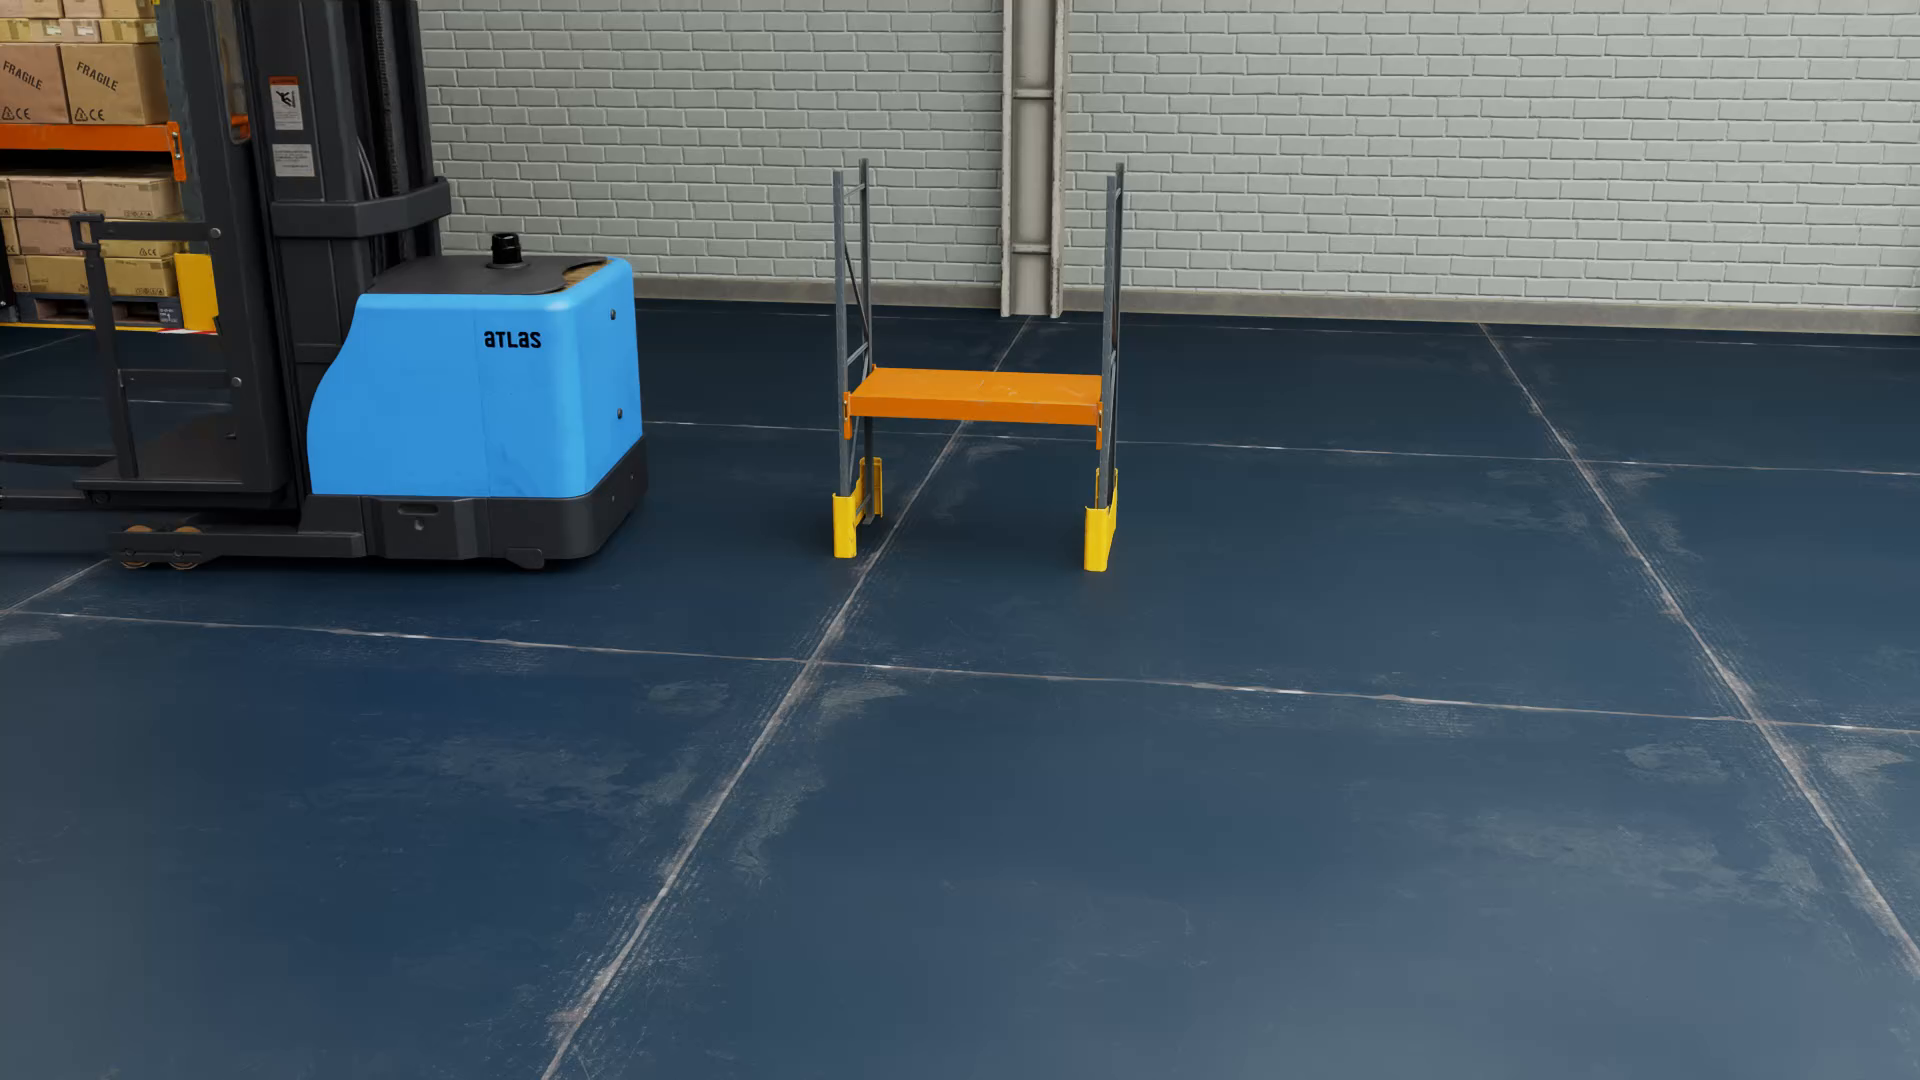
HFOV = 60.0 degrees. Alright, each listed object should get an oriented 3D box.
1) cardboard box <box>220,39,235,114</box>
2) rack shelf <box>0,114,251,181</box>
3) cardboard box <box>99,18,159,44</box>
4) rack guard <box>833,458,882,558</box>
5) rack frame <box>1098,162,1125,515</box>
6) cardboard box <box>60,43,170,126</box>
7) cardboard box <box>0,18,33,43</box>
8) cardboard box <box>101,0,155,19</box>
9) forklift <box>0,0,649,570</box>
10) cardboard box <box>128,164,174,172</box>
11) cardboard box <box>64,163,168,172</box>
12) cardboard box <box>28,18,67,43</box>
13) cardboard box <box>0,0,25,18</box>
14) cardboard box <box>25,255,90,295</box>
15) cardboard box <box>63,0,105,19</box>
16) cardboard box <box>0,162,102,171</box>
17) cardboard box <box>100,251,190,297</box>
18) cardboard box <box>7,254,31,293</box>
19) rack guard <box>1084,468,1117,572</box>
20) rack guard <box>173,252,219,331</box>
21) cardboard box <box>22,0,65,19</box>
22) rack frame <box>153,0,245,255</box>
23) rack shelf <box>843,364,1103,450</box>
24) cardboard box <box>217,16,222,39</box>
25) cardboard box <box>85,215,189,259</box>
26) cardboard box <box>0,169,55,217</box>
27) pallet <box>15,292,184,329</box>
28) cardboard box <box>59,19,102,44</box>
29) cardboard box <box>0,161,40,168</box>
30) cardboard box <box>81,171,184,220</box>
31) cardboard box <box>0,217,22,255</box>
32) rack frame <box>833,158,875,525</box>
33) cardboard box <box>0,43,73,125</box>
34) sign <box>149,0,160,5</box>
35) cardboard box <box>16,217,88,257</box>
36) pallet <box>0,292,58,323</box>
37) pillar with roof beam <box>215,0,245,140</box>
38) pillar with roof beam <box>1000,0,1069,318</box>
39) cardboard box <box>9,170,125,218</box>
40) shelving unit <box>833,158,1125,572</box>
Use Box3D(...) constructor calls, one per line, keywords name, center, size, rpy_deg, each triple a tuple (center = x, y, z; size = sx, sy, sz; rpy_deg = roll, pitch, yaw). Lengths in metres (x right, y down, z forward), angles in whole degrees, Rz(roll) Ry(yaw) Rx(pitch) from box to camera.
Box3D(name="cardboard box", center=(-5.327, -3.136, 11.290), size=(0.500, 0.500, 0.500), rpy_deg=(4, 19, 10))
Box3D(name="rack shelf", center=(-6.857, -2.736, 11.386), size=(4.000, 0.370, 1.077), rpy_deg=(3, 19, 9))
Box3D(name="cardboard box", center=(-5.269, -3.261, 10.642), size=(0.250, 0.149, 0.380), rpy_deg=(3, 19, 9))
Box3D(name="rack guard", center=(-0.416, -0.140, 6.827), size=(0.087, 0.250, 0.587), rpy_deg=(3, 19, 9))
Box3D(name="rack frame", center=(0.586, -0.681, 6.476), size=(0.032, 1.500, 0.500), rpy_deg=(3, 19, 9))
Box3D(name="cardboard box", center=(-5.410, -2.966, 10.784), size=(0.500, 0.500, 0.500), rpy_deg=(3, 19, 7))
Box3D(name="cardboard box", center=(-6.015, -3.313, 10.797), size=(0.250, 0.149, 0.380), rpy_deg=(3, 19, 8))
Box3D(name="cardboard box", center=(-5.269, -3.425, 10.662), size=(0.250, 0.149, 0.380), rpy_deg=(3, 19, 9))
Box3D(name="forklift", center=(-2.893, -1.440, 6.486), size=(3.031, 2.935, 1.130), rpy_deg=(1, 19, 3))
Box3D(name="cardboard box", center=(-5.327, -2.429, 11.432), size=(0.500, 0.250, 0.500), rpy_deg=(3, 19, 8))
Box3D(name="cardboard box", center=(-5.820, -2.453, 11.504), size=(0.500, 0.250, 0.500), rpy_deg=(3, 19, 9))
Box3D(name="cardboard box", center=(-5.772, -3.297, 10.749), size=(0.250, 0.149, 0.380), rpy_deg=(3, 19, 10))
Box3D(name="cardboard box", center=(-6.014, -3.468, 10.791), size=(0.250, 0.149, 0.380), rpy_deg=(3, 19, 9))
Box3D(name="cardboard box", center=(-5.886, -1.824, 11.200), size=(0.500, 0.250, 0.500), rpy_deg=(3, 19, 9))
Box3D(name="cardboard box", center=(-5.518, -3.427, 10.670), size=(0.250, 0.149, 0.380), rpy_deg=(3, 19, 9))
Box3D(name="cardboard box", center=(-6.313, -2.482, 11.589), size=(0.500, 0.250, 0.500), rpy_deg=(3, 19, 8))
Box3D(name="cardboard box", center=(-5.396, -1.796, 11.116), size=(0.500, 0.250, 0.500), rpy_deg=(3, 19, 9))
Box3D(name="cardboard box", center=(-6.378, -1.852, 11.283), size=(0.500, 0.250, 0.500), rpy_deg=(3, 19, 9))
Box3D(name="rack guard", center=(0.567, -0.090, 6.677), size=(0.087, 0.250, 0.587), rpy_deg=(3, 19, 9))
Box3D(name="rack guard", center=(-4.858, -1.790, 11.364), size=(0.348, 0.500, 1.175), rpy_deg=(3, 19, 9))
Box3D(name="cardboard box", center=(-5.780, -3.432, 10.684), size=(0.250, 0.149, 0.380), rpy_deg=(3, 19, 10))
Box3D(name="rack frame", center=(-4.882, -2.976, 10.971), size=(0.127, 3.000, 1.000), rpy_deg=(3, 19, 9))
Box3D(name="rack shelf", center=(0.084, -0.536, 6.609), size=(1.000, 0.185, 0.538), rpy_deg=(3, 19, 9))
Box3D(name="cardboard box", center=(-5.176, -3.430, 11.147), size=(0.250, 0.149, 0.380), rpy_deg=(2, 19, 7))
Box3D(name="cardboard box", center=(-5.412, -2.035, 11.042), size=(0.500, 0.250, 0.500), rpy_deg=(3, 19, 8))
Box3D(name="cardboard box", center=(-6.391, -2.317, 11.098), size=(0.500, 0.250, 0.500), rpy_deg=(3, 19, 9))
Box3D(name="pallet", center=(-5.644, -1.679, 11.490), size=(1.213, 0.211, 1.003), rpy_deg=(3, 19, 9))
Box3D(name="cardboard box", center=(-5.526, -3.265, 10.653), size=(0.250, 0.149, 0.380), rpy_deg=(3, 19, 10))
Box3D(name="cardboard box", center=(-6.817, -2.510, 11.673), size=(0.500, 0.250, 0.500), rpy_deg=(3, 19, 8))
Box3D(name="cardboard box", center=(-5.386, -2.271, 10.960), size=(0.500, 0.250, 0.500), rpy_deg=(4, 19, 10))
Box3D(name="cardboard box", center=(-6.419, -2.083, 11.186), size=(0.500, 0.250, 0.500), rpy_deg=(2, 19, 7))
Box3D(name="rack frame", center=(-0.418, -0.733, 6.629), size=(0.032, 1.500, 0.500), rpy_deg=(3, 19, 9))
Box3D(name="cardboard box", center=(-5.920, -2.995, 10.870), size=(0.500, 0.500, 0.500), rpy_deg=(4, 19, 10))
Box3D(name="sign", center=(-4.982, -3.469, 10.244), size=(0.005, 0.325, 0.100), rpy_deg=(3, 19, 9))
Box3D(name="cardboard box", center=(-5.906, -2.064, 11.128), size=(0.500, 0.250, 0.500), rpy_deg=(3, 19, 8))
Box3D(name="pallet", center=(-6.845, -1.742, 11.675), size=(1.213, 0.211, 1.003), rpy_deg=(3, 19, 9))
Box3D(name="pillar with roof beam", center=(-6.109, -4.790, 6.937), size=(0.400, 9.000, 9.100), rpy_deg=(3, 19, 9))
Box3D(name="pillar with roof beam", center=(-0.185, -4.488, 6.035), size=(0.400, 9.000, 9.100), rpy_deg=(3, 19, 9))
Box3D(name="cardboard box", center=(-5.891, -2.295, 11.031), size=(0.500, 0.250, 0.500), rpy_deg=(3, 19, 10))
Box3D(name="shelving unit", center=(0.075, -0.707, 6.554), size=(1.083, 1.500, 0.587), rpy_deg=(3, 19, 9))
